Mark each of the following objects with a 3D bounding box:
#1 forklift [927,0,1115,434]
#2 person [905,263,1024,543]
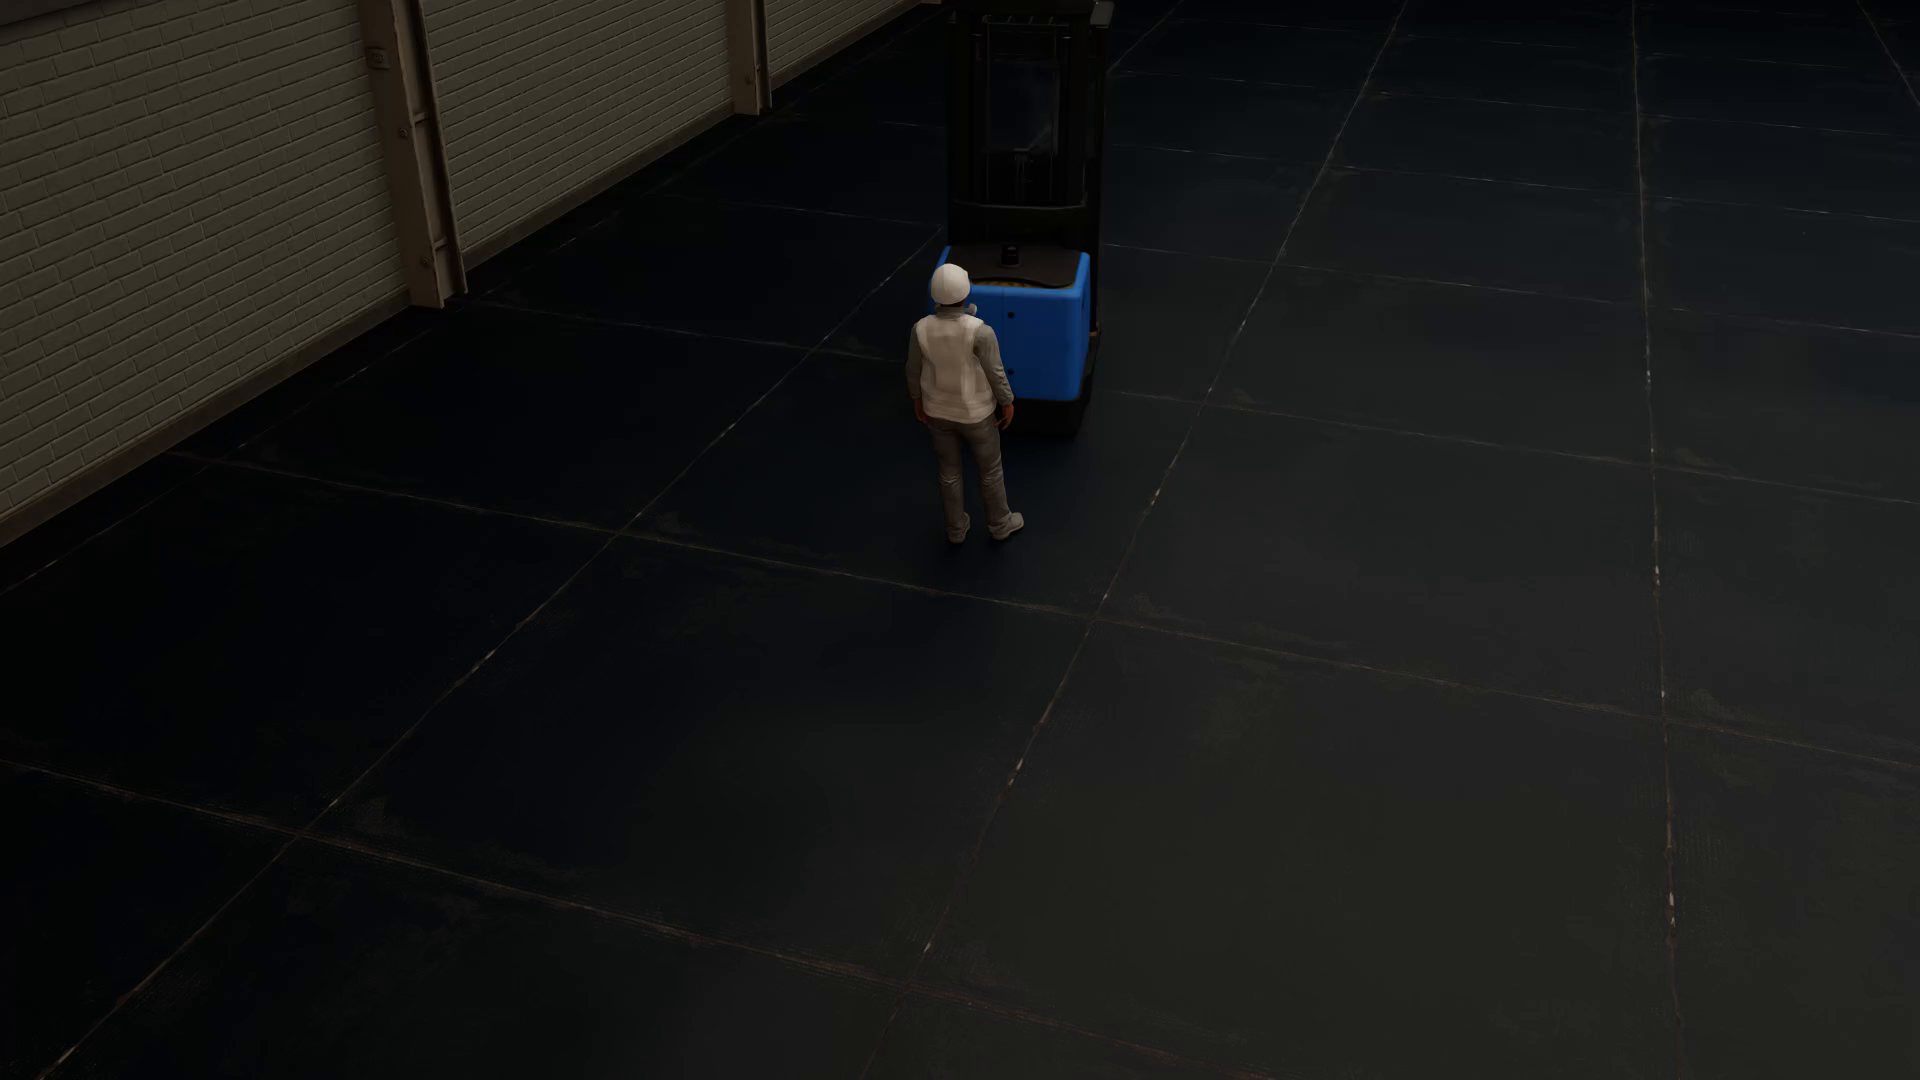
[{"bbox_3d":[0.489,-2.700,11.873,1.130,2.935,3.031,4,30,7],"label":"forklift"},{"bbox_3d":[0.027,-0.805,9.703,0.633,1.775,0.566,10,31,16],"label":"person"}]
